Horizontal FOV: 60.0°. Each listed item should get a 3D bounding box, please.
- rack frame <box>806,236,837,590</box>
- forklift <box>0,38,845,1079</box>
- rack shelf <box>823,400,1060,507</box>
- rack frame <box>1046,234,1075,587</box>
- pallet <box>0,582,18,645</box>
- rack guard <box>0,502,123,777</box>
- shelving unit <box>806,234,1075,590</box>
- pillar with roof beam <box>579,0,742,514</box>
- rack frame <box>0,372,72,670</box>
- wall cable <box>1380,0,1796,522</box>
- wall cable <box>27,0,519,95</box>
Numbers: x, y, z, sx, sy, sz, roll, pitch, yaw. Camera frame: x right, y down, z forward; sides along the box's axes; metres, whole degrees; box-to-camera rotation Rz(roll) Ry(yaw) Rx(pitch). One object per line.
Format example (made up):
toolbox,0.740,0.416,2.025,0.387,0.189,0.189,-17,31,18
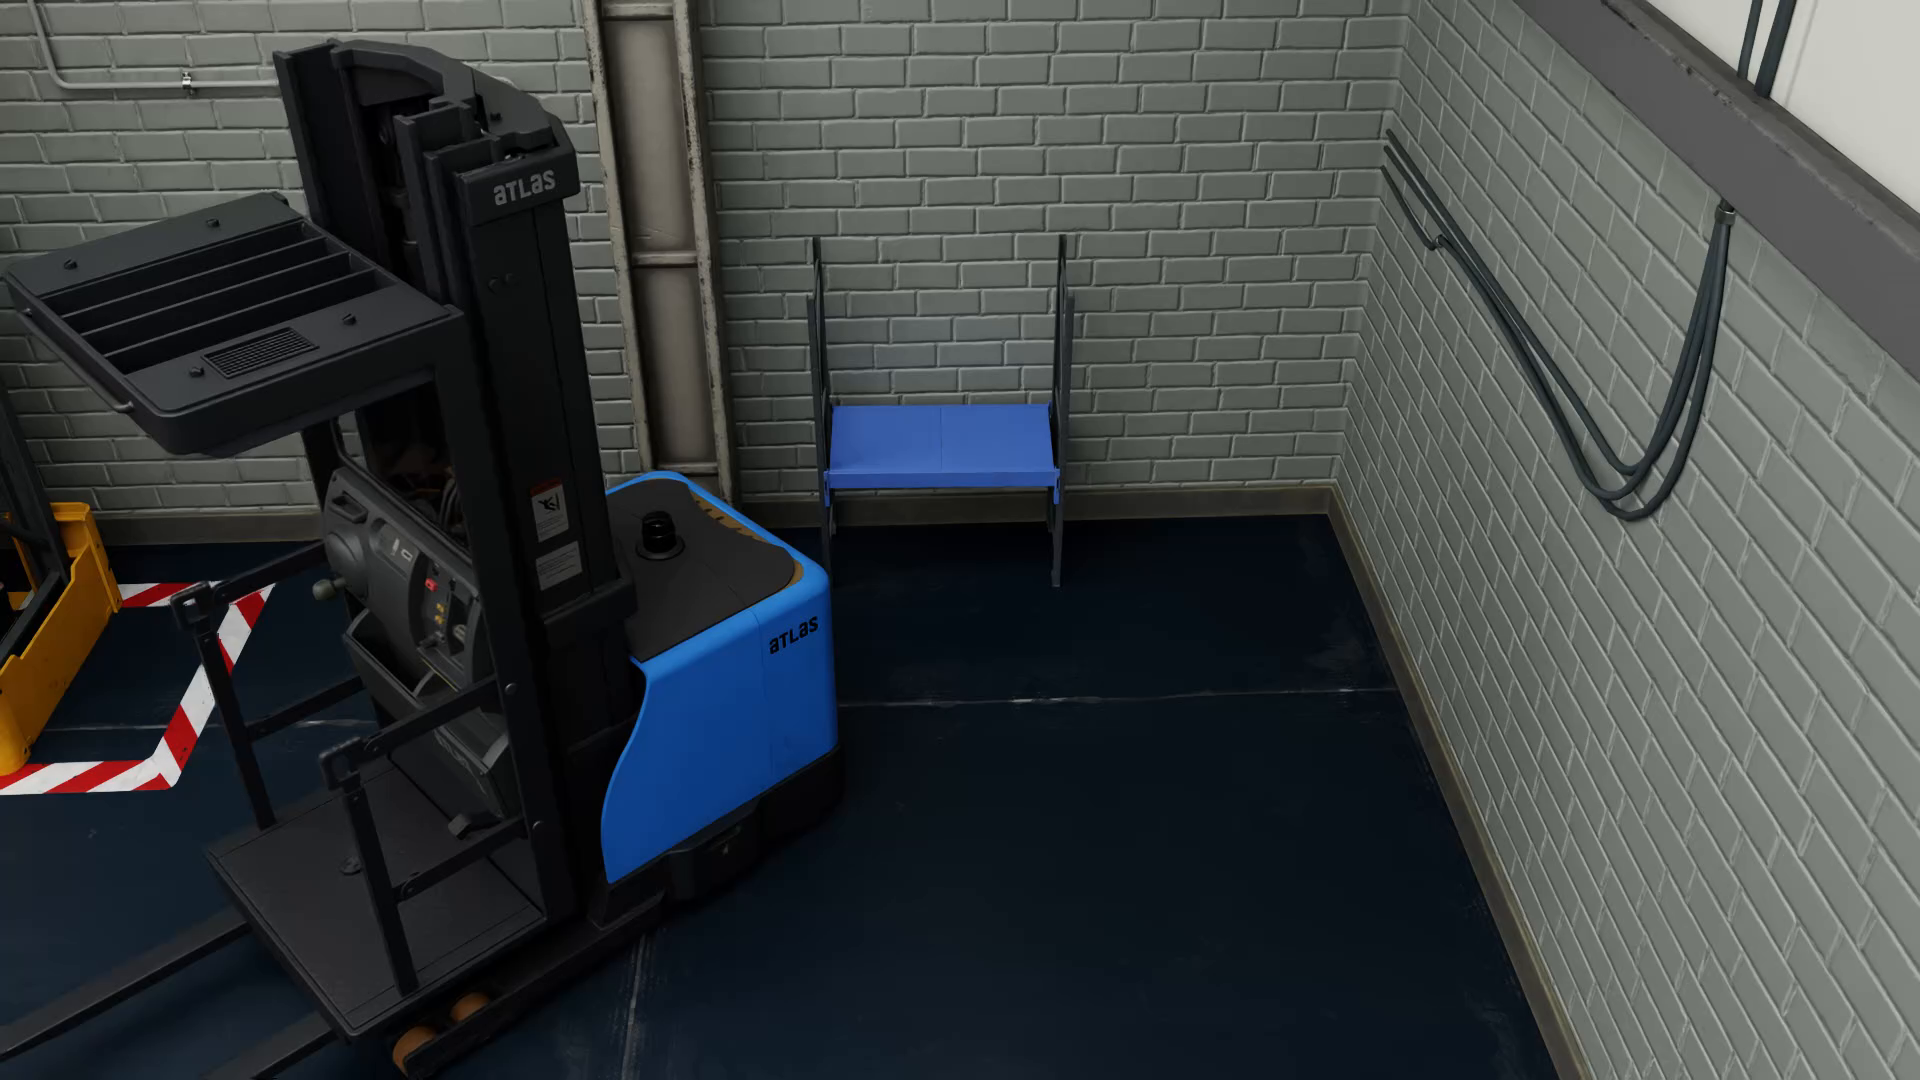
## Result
rack frame,-0.589,-0.516,7.142,0.032,1.500,0.500,-1,39,-1
forklift,-1.847,0.167,4.933,3.031,2.935,1.130,-29,44,-35
rack shelf,-0.081,-0.382,7.265,1.000,0.185,0.538,-1,39,-1
rack frame,0.428,-0.527,7.158,0.032,1.500,0.500,-1,39,-1
pallet,-4.663,0.564,6.749,1.213,0.211,1.003,-2,35,-2
rack guard,-3.844,0.379,6.763,0.348,0.500,1.175,-2,35,-2
shelving unit,-0.081,-0.521,7.150,1.048,1.500,0.538,-1,39,-1
pillar with roof beam,-1.008,-1.232,1.623,0.400,9.000,9.100,-2,35,-2
rack frame,-3.868,-0.648,6.051,0.127,3.000,1.000,-2,35,-2
wall cable,1.798,-1.788,5.154,0.112,2.526,3.097,-2,35,-2
wall cable,-2.634,-1.638,6.589,1.851,1.984,0.084,-2,35,-2
